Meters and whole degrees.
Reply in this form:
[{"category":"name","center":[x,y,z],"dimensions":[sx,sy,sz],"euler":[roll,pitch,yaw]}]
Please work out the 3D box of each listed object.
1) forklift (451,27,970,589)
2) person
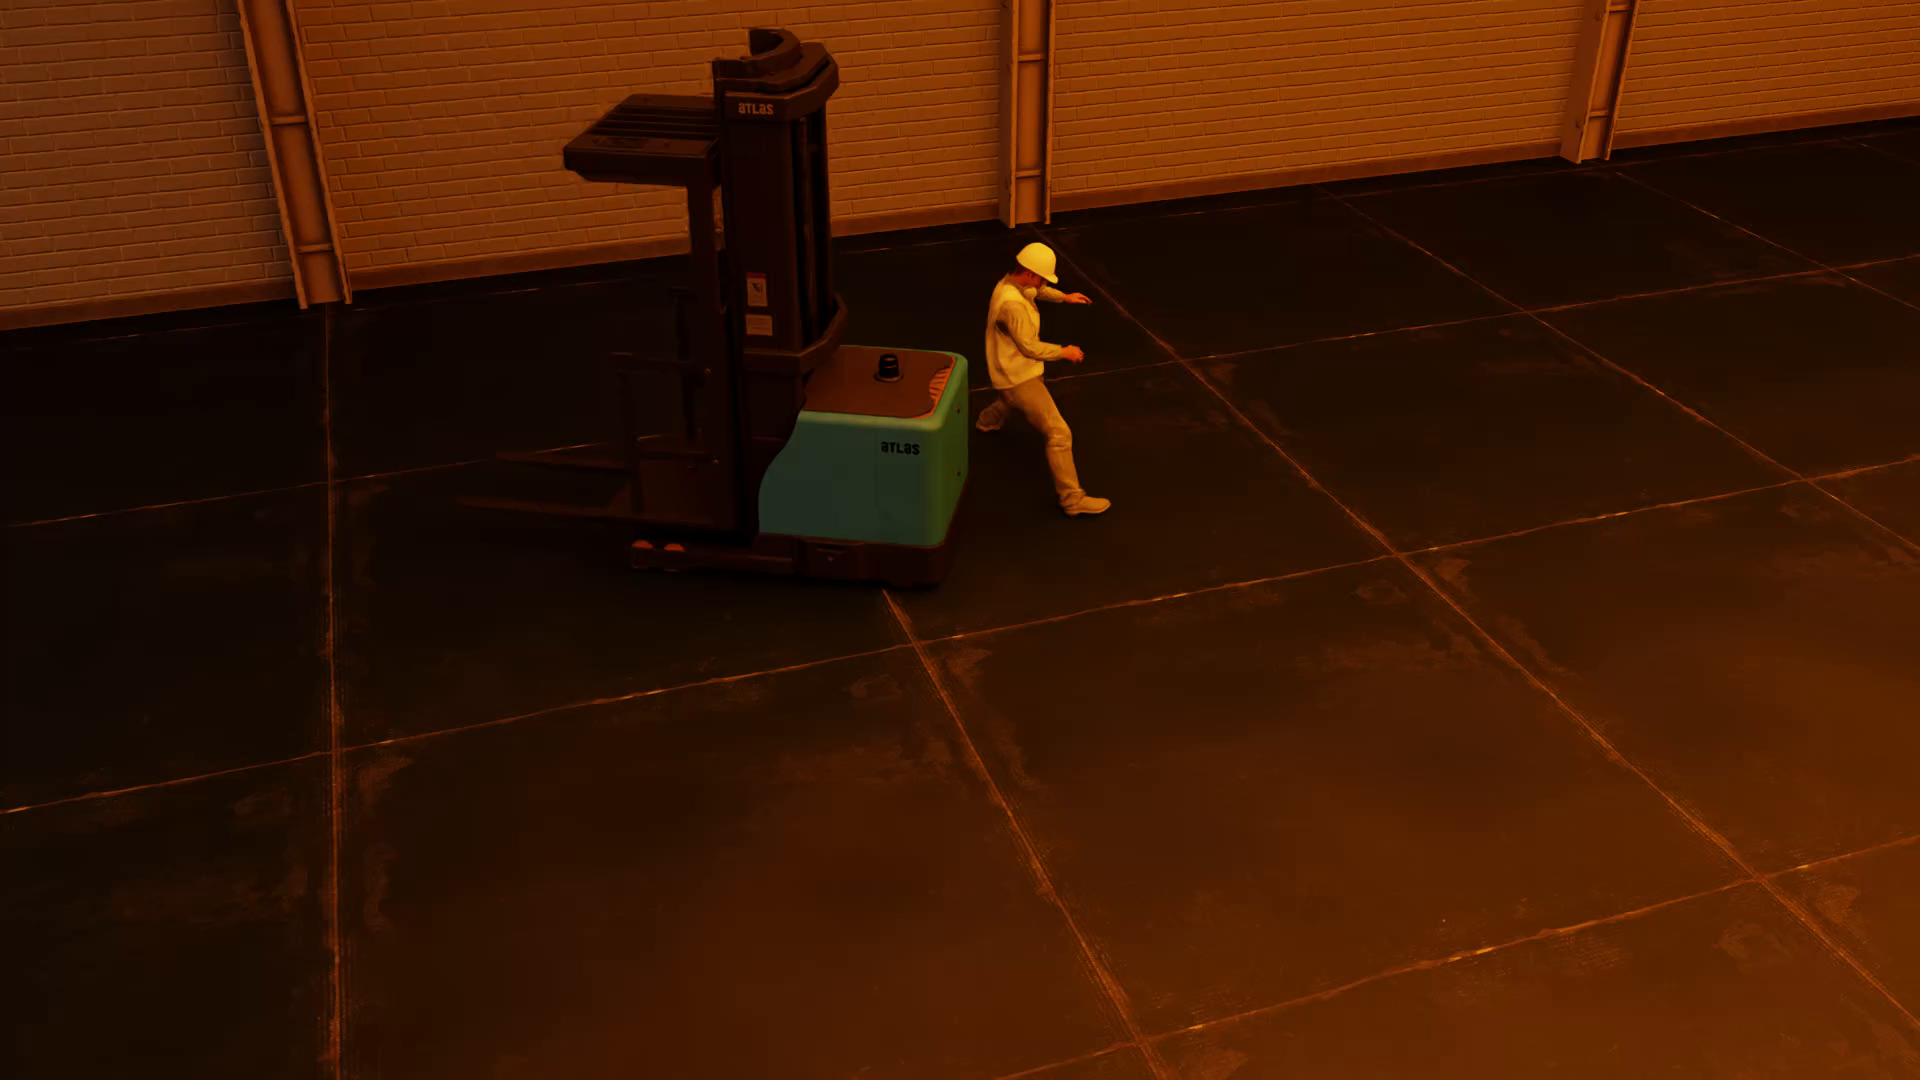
[{"category":"forklift","center":[-1.502,-1.334,9.406],"dimensions":[3.031,2.935,1.130],"euler":[5,30,8]},{"category":"person","center":[0.519,-1.139,10.441],"dimensions":[0.835,1.551,1.296],"euler":[0,30,0]}]
